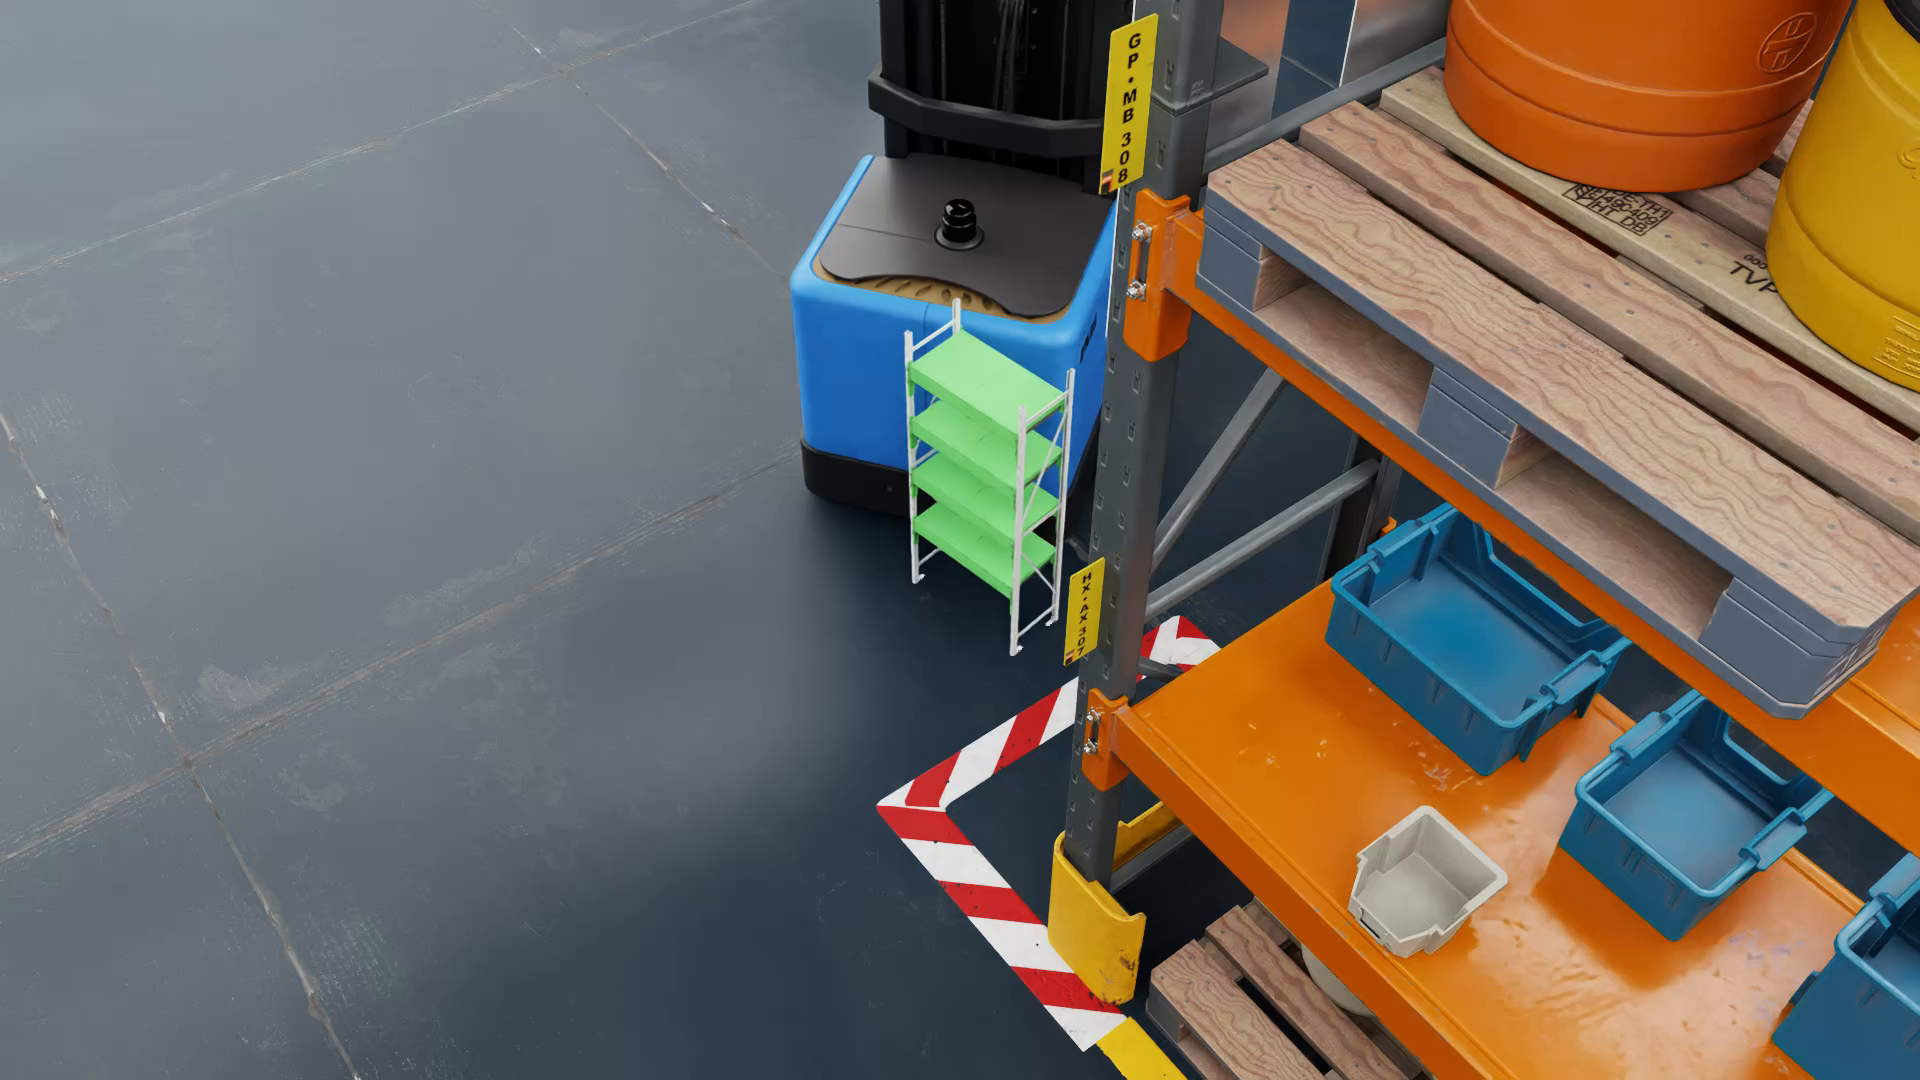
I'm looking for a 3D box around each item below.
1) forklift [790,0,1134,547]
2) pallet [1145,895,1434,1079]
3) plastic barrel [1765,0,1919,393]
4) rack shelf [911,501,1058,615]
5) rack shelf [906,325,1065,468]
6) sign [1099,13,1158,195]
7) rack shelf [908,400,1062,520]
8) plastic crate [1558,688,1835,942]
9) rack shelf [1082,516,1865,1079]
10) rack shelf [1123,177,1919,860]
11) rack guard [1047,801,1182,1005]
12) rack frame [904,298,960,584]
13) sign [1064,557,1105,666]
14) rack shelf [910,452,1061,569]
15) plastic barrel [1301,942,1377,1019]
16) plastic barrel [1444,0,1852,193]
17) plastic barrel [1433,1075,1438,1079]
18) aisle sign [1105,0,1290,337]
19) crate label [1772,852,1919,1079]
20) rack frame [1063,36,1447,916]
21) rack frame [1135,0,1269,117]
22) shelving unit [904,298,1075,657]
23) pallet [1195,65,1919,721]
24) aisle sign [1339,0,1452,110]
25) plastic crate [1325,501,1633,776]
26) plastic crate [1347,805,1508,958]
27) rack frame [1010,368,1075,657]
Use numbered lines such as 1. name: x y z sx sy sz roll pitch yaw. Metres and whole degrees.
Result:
1. forklift: 0.335 -2.072 6.150 1.130 2.935 3.031 13 49 12
2. pallet: 1.301 1.461 4.783 1.003 0.211 1.213 -29 54 -24
3. plastic barrel: 1.521 -0.577 2.314 0.600 0.588 0.600 0 48 0
4. rack shelf: 0.089 0.022 5.831 0.480 0.148 0.258 35 57 28
5. rack shelf: 0.089 -0.462 5.297 0.480 0.148 0.258 35 57 28
6. sign: 0.290 -0.747 2.872 0.100 0.325 0.005 -29 54 -24
7. rack shelf: 0.089 -0.301 5.475 0.480 0.148 0.258 35 57 28
8. plastic crate: 1.660 0.616 3.768 0.499 0.251 0.408 -29 54 -24
9. rack shelf: 1.941 1.440 3.405 1.077 0.370 4.000 -29 54 -24
10. rack shelf: 1.941 0.433 2.294 1.077 0.370 4.000 -29 54 -24
11. rack guard: 0.813 0.883 5.112 1.175 0.500 0.348 -29 54 -24
12. rack frame: -0.087 -0.308 5.719 0.015 1.200 0.240 35 57 28
13. sign: 0.290 0.171 3.884 0.100 0.325 0.005 -29 54 -24
14. rack shelf: 0.089 -0.140 5.653 0.480 0.148 0.258 35 57 28
15. plastic barrel: 1.189 1.068 4.653 0.421 0.512 0.421 0 48 0
16. plastic barrel: 1.125 -1.044 2.574 0.600 0.830 0.708 -29 54 -24
17. plastic barrel: 1.493 1.363 4.385 0.421 0.512 0.421 0 48 0
18. aisle sign: 0.453 -0.765 3.164 0.394 0.787 0.004 -29 54 -24
19. crate label: 2.060 0.971 3.321 0.502 0.435 0.616 -29 54 -24
20. rack frame: 0.730 0.019 4.208 1.000 3.000 0.127 -29 54 -24
21. rack frame: 0.730 -1.996 1.985 1.000 3.000 0.127 -29 54 -24
22. shelving unit: 0.089 -0.183 5.606 0.503 1.200 0.258 35 57 28
23. pallet: 1.153 -0.393 2.685 1.003 0.211 1.213 -29 54 -24
24. aisle sign: 0.923 -1.030 3.404 0.394 0.787 0.004 -29 54 -24
25. plastic crate: 1.271 0.230 4.117 0.499 0.251 0.616 -29 54 -24
26. plastic crate: 1.016 0.780 3.696 0.298 0.136 0.250 -29 54 -24
27. rack frame: 0.265 -0.057 5.492 0.015 1.200 0.240 35 57 28
